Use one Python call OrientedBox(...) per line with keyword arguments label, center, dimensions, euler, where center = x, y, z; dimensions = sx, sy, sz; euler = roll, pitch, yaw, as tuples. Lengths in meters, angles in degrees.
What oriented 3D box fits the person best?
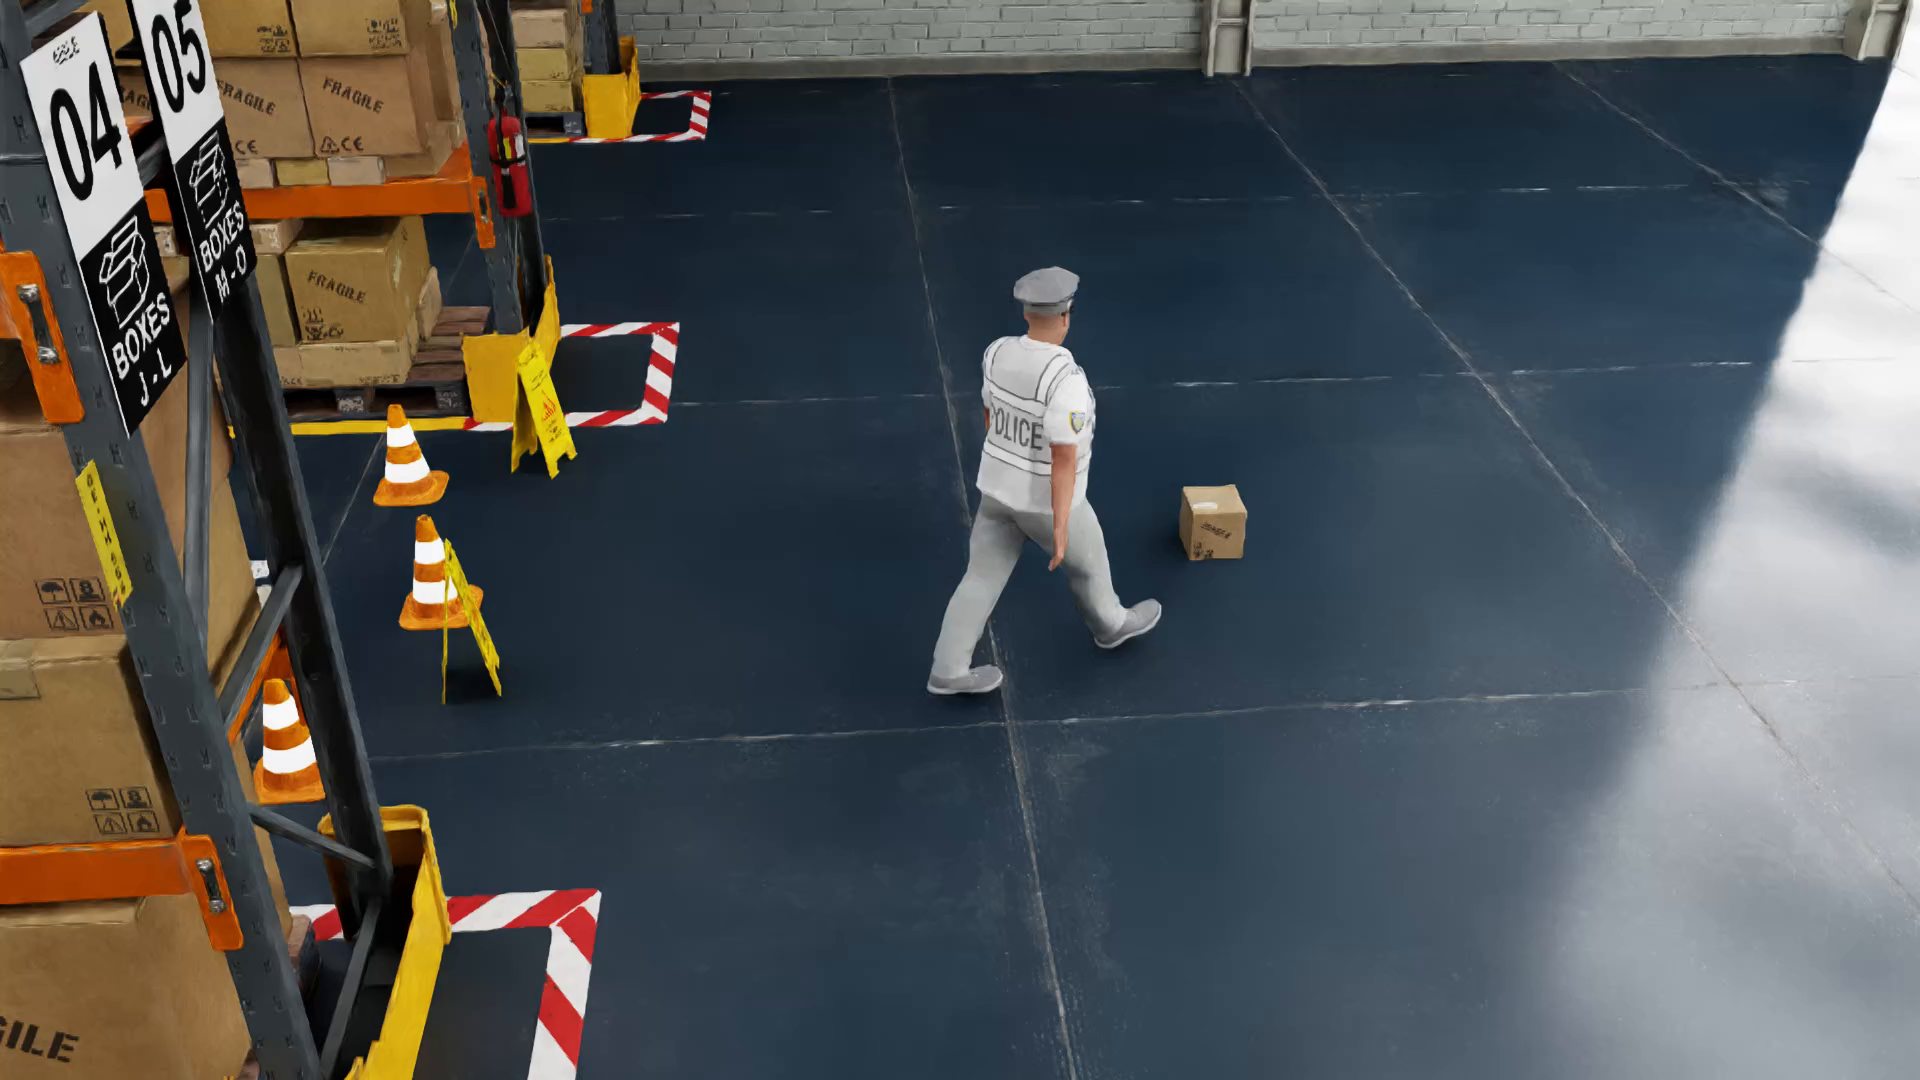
OrientedBox(label="person", center=(0.341, -0.226, 6.514), dimensions=(0.604, 1.683, 1.063), euler=(27, 40, 37))
